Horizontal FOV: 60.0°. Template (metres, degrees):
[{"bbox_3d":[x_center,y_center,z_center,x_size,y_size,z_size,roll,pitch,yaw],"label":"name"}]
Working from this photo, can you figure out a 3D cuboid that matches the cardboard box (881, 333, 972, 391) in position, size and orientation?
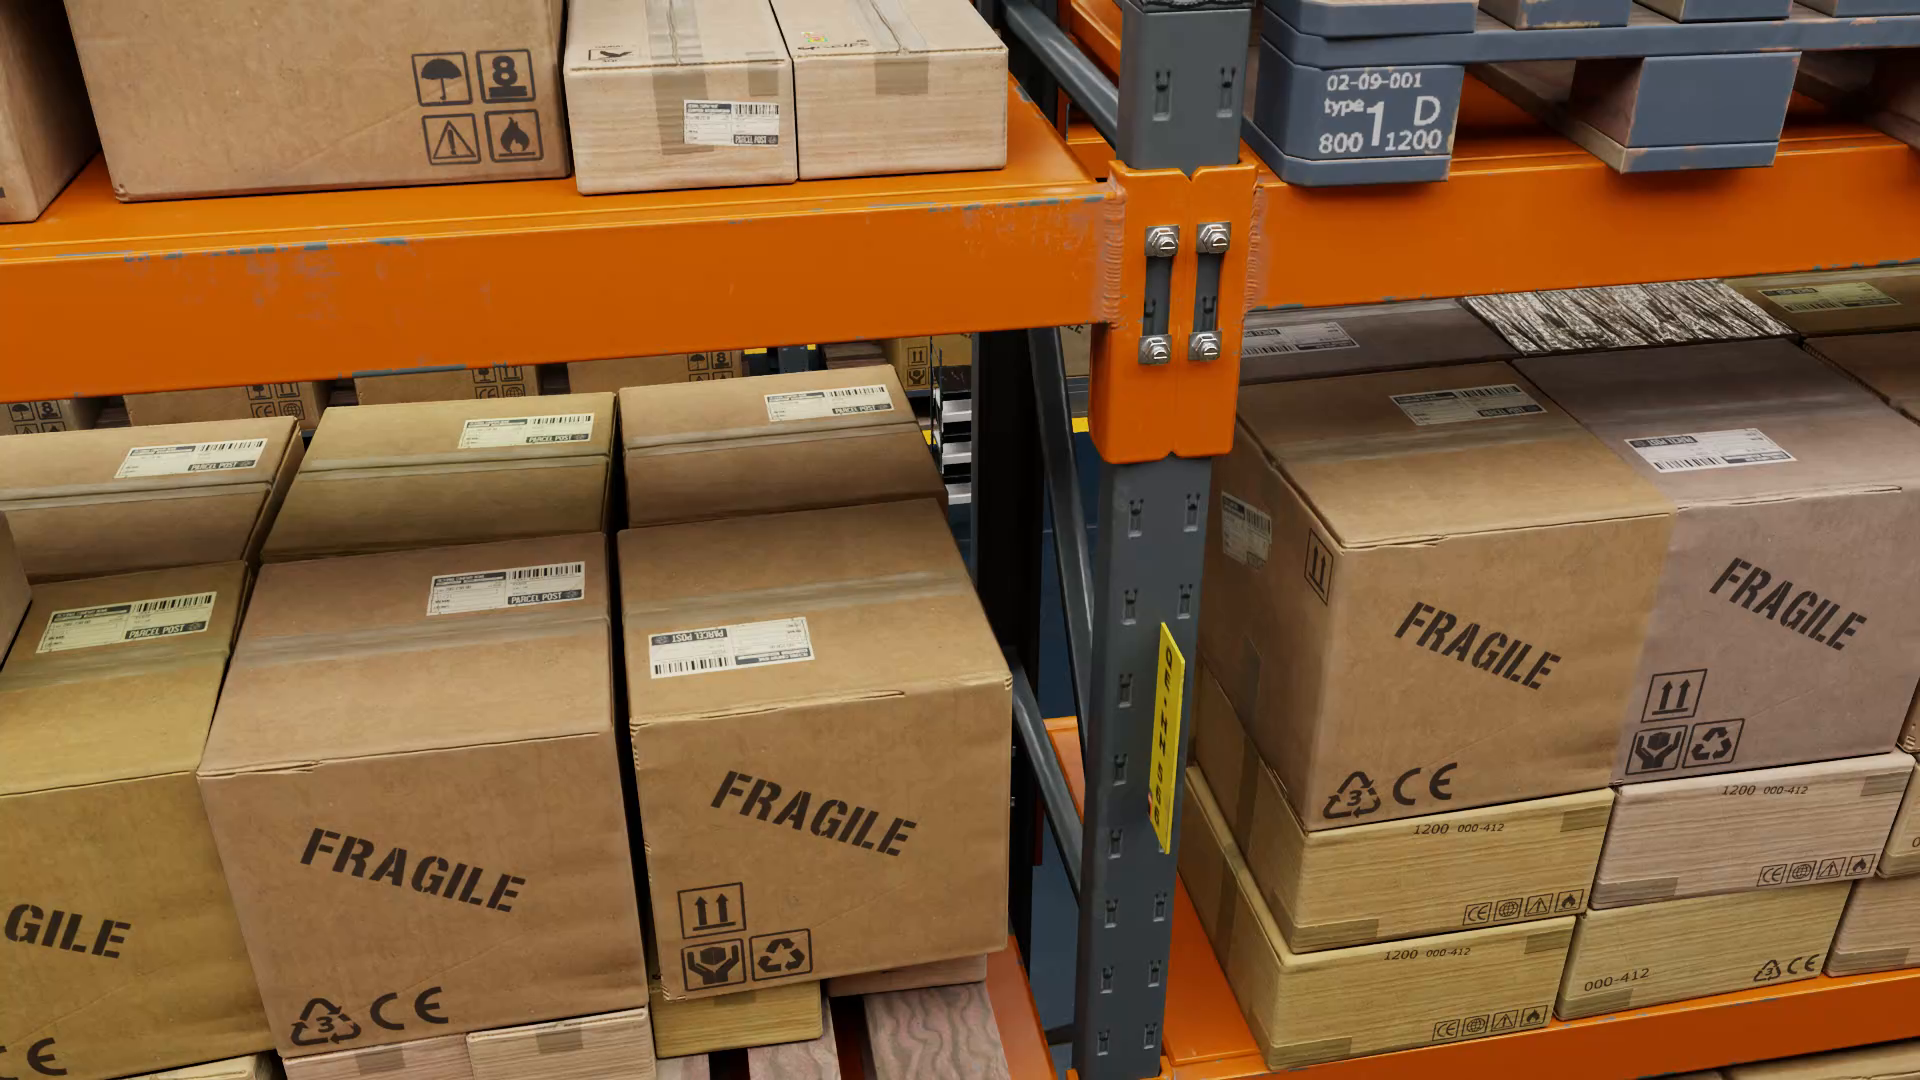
[{"bbox_3d":[-0.078,-1.032,7.598,0.500,0.500,0.500,-7,31,-11],"label":"cardboard box"}]

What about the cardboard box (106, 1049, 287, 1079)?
[{"bbox_3d":[-1.116,0.699,2.436,0.250,0.149,0.380,-5,31,-8],"label":"cardboard box"}]

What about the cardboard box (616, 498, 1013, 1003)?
[{"bbox_3d":[-0.226,0.295,2.482,0.500,0.500,0.500,-6,31,-10],"label":"cardboard box"}]

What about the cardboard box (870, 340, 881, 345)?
[{"bbox_3d":[-0.219,-1.285,8.028,0.500,0.500,0.500,-5,31,-9],"label":"cardboard box"}]

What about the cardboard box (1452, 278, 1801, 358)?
[{"bbox_3d":[1.136,-0.235,3.106,0.500,0.500,0.500,-5,31,-8],"label":"cardboard box"}]

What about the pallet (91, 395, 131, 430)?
[{"bbox_3d":[-4.009,-0.532,7.447,1.213,0.211,1.003,-5,31,-9],"label":"pallet"}]

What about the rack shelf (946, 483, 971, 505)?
[{"bbox_3d":[0.008,-0.205,6.631,0.200,0.077,0.258,-5,31,-9],"label":"rack shelf"}]

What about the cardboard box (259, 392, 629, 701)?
[{"bbox_3d":[-0.824,0.092,2.828,0.500,0.500,0.500,-4,31,-6],"label":"cardboard box"}]

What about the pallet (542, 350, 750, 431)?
[{"bbox_3d":[-1.609,-0.755,7.826,1.213,0.211,1.003,-5,31,-9],"label":"pallet"}]

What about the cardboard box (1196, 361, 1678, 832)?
[{"bbox_3d":[0.701,0.070,2.586,0.500,0.500,0.500,-6,31,-11],"label":"cardboard box"}]

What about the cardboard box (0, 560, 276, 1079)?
[{"bbox_3d":[-1.229,0.394,2.313,0.500,0.500,0.500,-7,31,-12],"label":"cardboard box"}]

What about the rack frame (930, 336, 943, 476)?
[{"bbox_3d":[-0.092,-0.379,6.507,0.006,0.900,0.240,-5,31,-9],"label":"rack frame"}]

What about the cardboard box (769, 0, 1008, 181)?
[{"bbox_3d":[-0.101,-0.584,2.072,0.250,0.149,0.380,-5,31,-9],"label":"cardboard box"}]

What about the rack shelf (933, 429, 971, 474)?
[{"bbox_3d":[0.008,-0.360,6.540,0.200,0.077,0.258,-5,31,-9],"label":"rack shelf"}]

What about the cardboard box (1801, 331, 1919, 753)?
[{"bbox_3d":[1.698,-0.019,2.739,0.500,0.500,0.500,-4,31,-8],"label":"cardboard box"}]

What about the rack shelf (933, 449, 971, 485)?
[{"bbox_3d":[0.008,-0.282,6.586,0.200,0.077,0.258,-5,31,-9],"label":"rack shelf"}]

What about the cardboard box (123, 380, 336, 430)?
[{"bbox_3d":[-3.210,-1.025,7.339,0.750,0.750,1.050,-5,31,-9],"label":"cardboard box"}]

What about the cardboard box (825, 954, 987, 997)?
[{"bbox_3d":[-0.109,0.542,2.703,0.250,0.149,0.380,-4,31,-7],"label":"cardboard box"}]

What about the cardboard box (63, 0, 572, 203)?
[{"bbox_3d":[-0.763,-0.787,2.071,0.500,0.500,0.700,-5,31,-9],"label":"cardboard box"}]

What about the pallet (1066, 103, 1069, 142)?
[{"bbox_3d":[-0.138,-2.027,7.427,1.003,0.211,1.213,-5,31,-9],"label":"pallet"}]

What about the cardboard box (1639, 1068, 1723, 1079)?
[{"bbox_3d":[0.866,1.181,3.465,0.875,0.875,0.875,-6,31,-9],"label":"cardboard box"}]

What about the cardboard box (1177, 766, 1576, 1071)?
[{"bbox_3d":[0.698,0.613,2.897,0.500,0.250,0.500,-6,31,-10],"label":"cardboard box"}]

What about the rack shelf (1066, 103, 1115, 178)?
[{"bbox_3d":[1.148,-1.864,7.670,4.000,0.370,1.077,-5,31,-9],"label":"rack shelf"}]

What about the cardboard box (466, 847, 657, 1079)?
[{"bbox_3d":[-0.599,0.648,2.523,0.250,0.149,0.380,-6,31,-9],"label":"cardboard box"}]

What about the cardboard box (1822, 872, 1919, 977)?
[{"bbox_3d":[1.717,0.512,3.068,0.500,0.250,0.500,-4,31,-7],"label":"cardboard box"}]

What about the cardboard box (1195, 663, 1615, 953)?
[{"bbox_3d":[0.714,0.393,2.776,0.500,0.250,0.500,-6,31,-9],"label":"cardboard box"}]

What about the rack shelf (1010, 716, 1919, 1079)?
[{"bbox_3d":[2.139,0.595,3.489,4.000,0.370,1.077,-5,31,-9],"label":"rack shelf"}]

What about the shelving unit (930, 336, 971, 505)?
[{"bbox_3d":[0.008,-0.389,6.523,0.210,0.900,0.258,-5,31,-9],"label":"shelving unit"}]

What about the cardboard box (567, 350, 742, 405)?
[{"bbox_3d":[-1.435,-1.192,7.623,0.750,0.750,1.050,-6,31,-10],"label":"cardboard box"}]

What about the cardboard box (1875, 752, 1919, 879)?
[{"bbox_3d":[1.715,0.307,2.923,0.500,0.250,0.500,-5,31,-9],"label":"cardboard box"}]

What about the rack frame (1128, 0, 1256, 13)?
[{"bbox_3d":[0.171,-2.119,1.475,0.127,3.000,1.000,-5,31,-9],"label":"rack frame"}]

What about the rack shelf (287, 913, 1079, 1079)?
[{"bbox_3d":[-1.796,0.960,2.868,4.000,0.370,1.077,-5,31,-9],"label":"rack shelf"}]

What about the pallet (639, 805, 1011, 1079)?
[{"bbox_3d":[-0.510,0.668,2.843,1.003,0.211,1.213,-5,31,-9],"label":"pallet"}]
